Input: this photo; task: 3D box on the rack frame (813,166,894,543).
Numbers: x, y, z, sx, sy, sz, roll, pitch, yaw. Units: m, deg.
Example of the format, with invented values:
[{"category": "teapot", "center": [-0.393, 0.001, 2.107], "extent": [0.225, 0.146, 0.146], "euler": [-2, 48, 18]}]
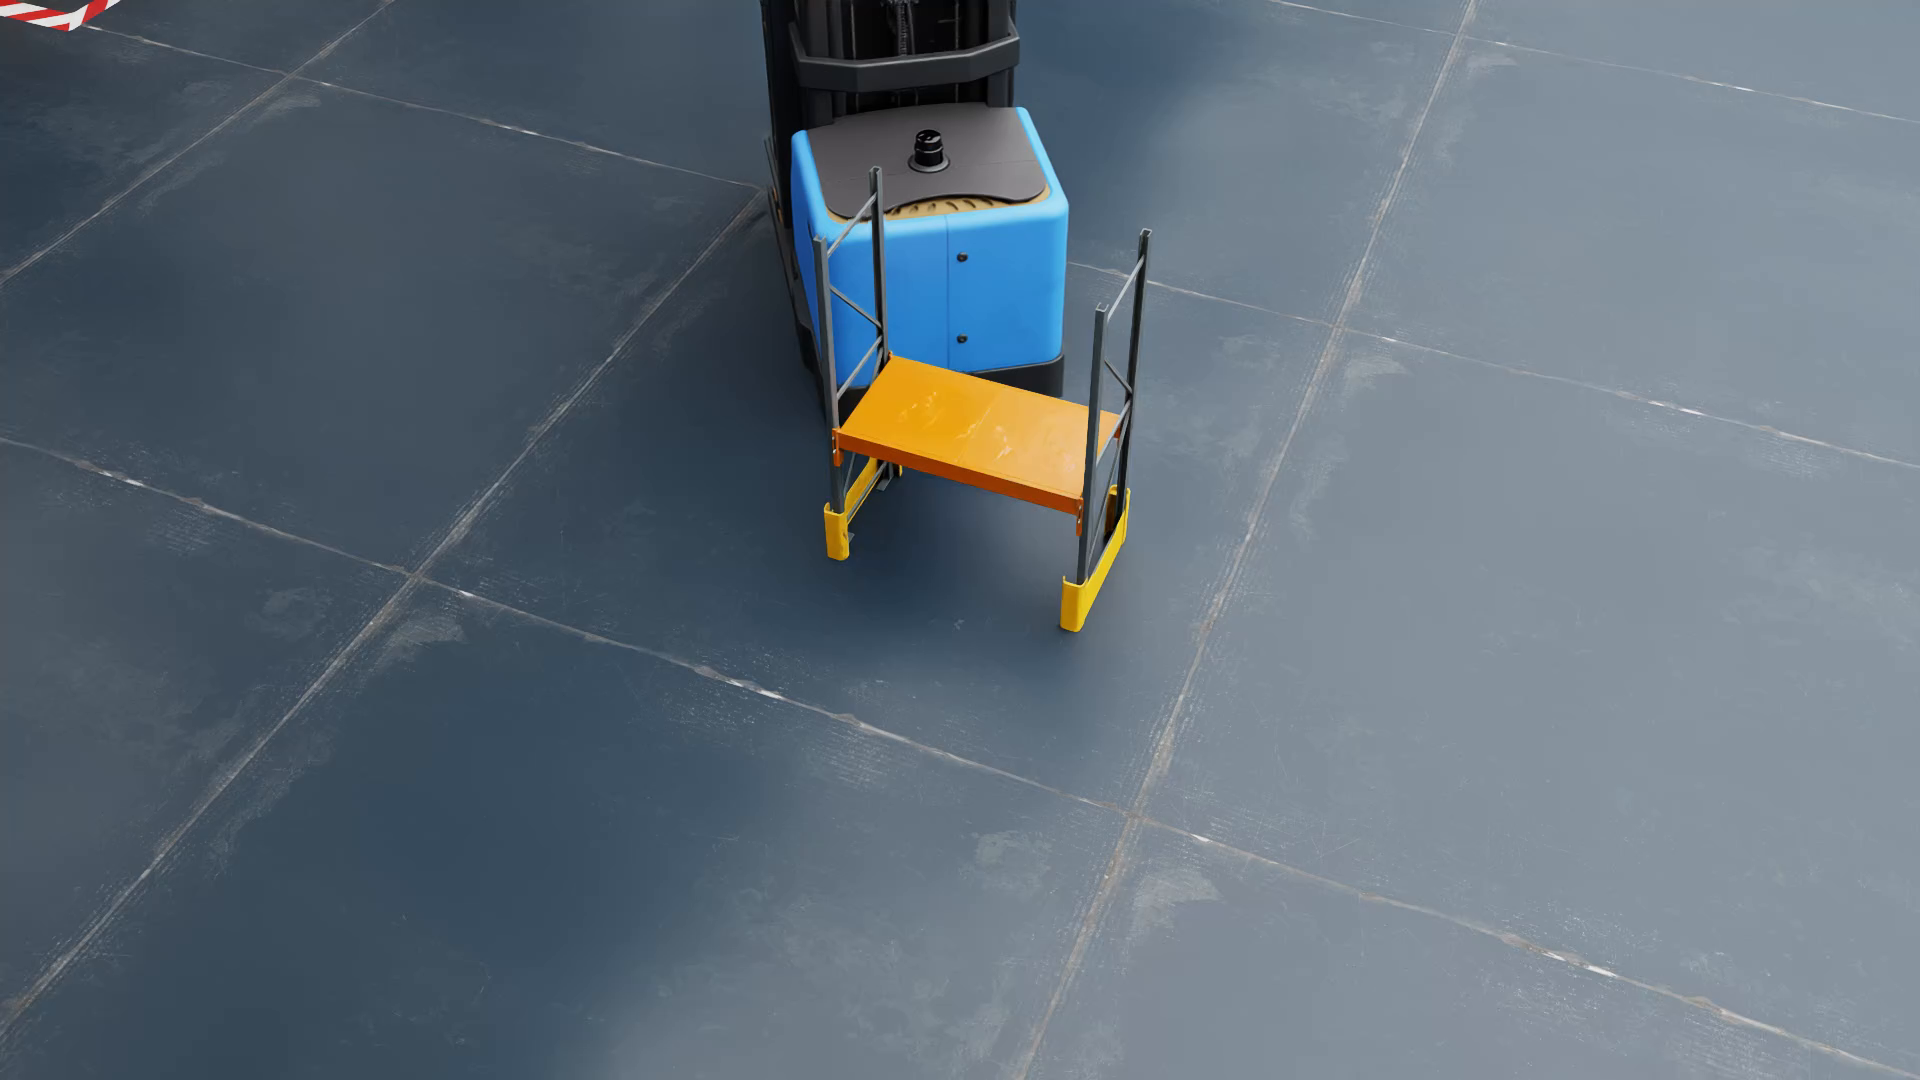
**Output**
[{"category": "rack frame", "center": [-0.390, -0.647, 6.336], "extent": [0.032, 1.500, 0.500], "euler": [16, 47, 16]}]

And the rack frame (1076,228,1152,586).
[{"category": "rack frame", "center": [0.548, -0.370, 6.059], "extent": [0.032, 1.500, 0.500], "euler": [16, 47, 16]}]

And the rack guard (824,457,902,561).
[{"category": "rack guard", "center": [-0.389, -0.203, 6.777], "extent": [0.087, 0.250, 0.587], "euler": [16, 47, 16]}]

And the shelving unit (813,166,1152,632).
[{"category": "shelving unit", "center": [0.070, -0.511, 6.200], "extent": [1.083, 1.500, 0.587], "euler": [16, 47, 16]}]

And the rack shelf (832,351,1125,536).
[{"category": "rack shelf", "center": [0.079, -0.381, 6.325], "extent": [1.000, 0.185, 0.538], "euler": [16, 47, 16]}]

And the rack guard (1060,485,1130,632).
[{"category": "rack guard", "center": [0.530, 0.067, 6.505], "extent": [0.087, 0.250, 0.587], "euler": [16, 47, 16]}]

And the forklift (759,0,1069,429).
[{"category": "forklift", "center": [-0.350, -2.551, 7.236], "extent": [1.130, 2.935, 3.031], "euler": [-8, 45, -8]}]
